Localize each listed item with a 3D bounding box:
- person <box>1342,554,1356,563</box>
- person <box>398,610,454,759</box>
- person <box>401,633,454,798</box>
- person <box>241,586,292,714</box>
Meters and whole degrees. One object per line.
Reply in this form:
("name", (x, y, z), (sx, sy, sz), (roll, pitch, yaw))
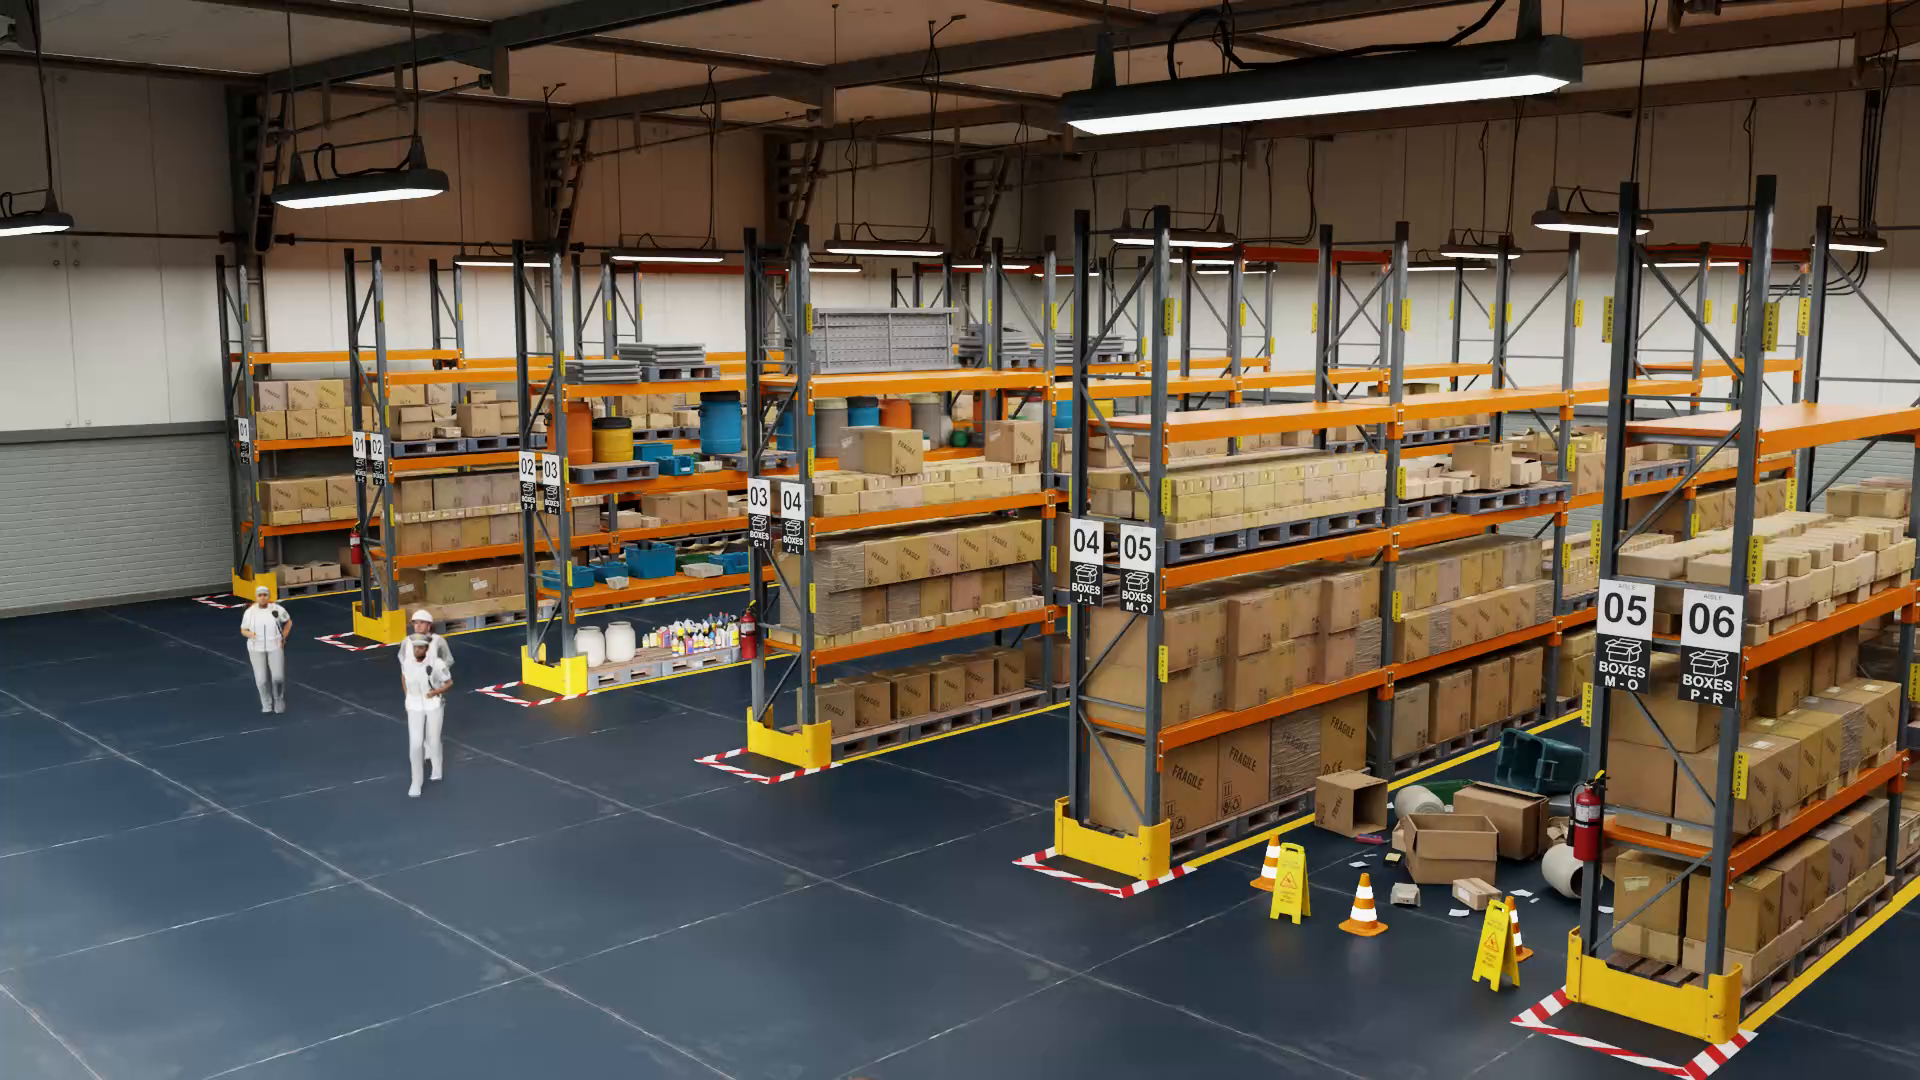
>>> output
("person", (5.566, 0.993, 23.822), (0.547, 1.597, 0.817), (7, 11, 41))
("person", (-6.004, 1.666, 18.691), (0.633, 1.779, 0.693), (-1, 8, -10))
("person", (-5.693, 1.829, 17.755), (0.546, 1.754, 0.769), (-1, 8, -9))
("person", (-8.719, 1.400, 20.930), (0.589, 1.647, 0.583), (-3, 9, -20))
